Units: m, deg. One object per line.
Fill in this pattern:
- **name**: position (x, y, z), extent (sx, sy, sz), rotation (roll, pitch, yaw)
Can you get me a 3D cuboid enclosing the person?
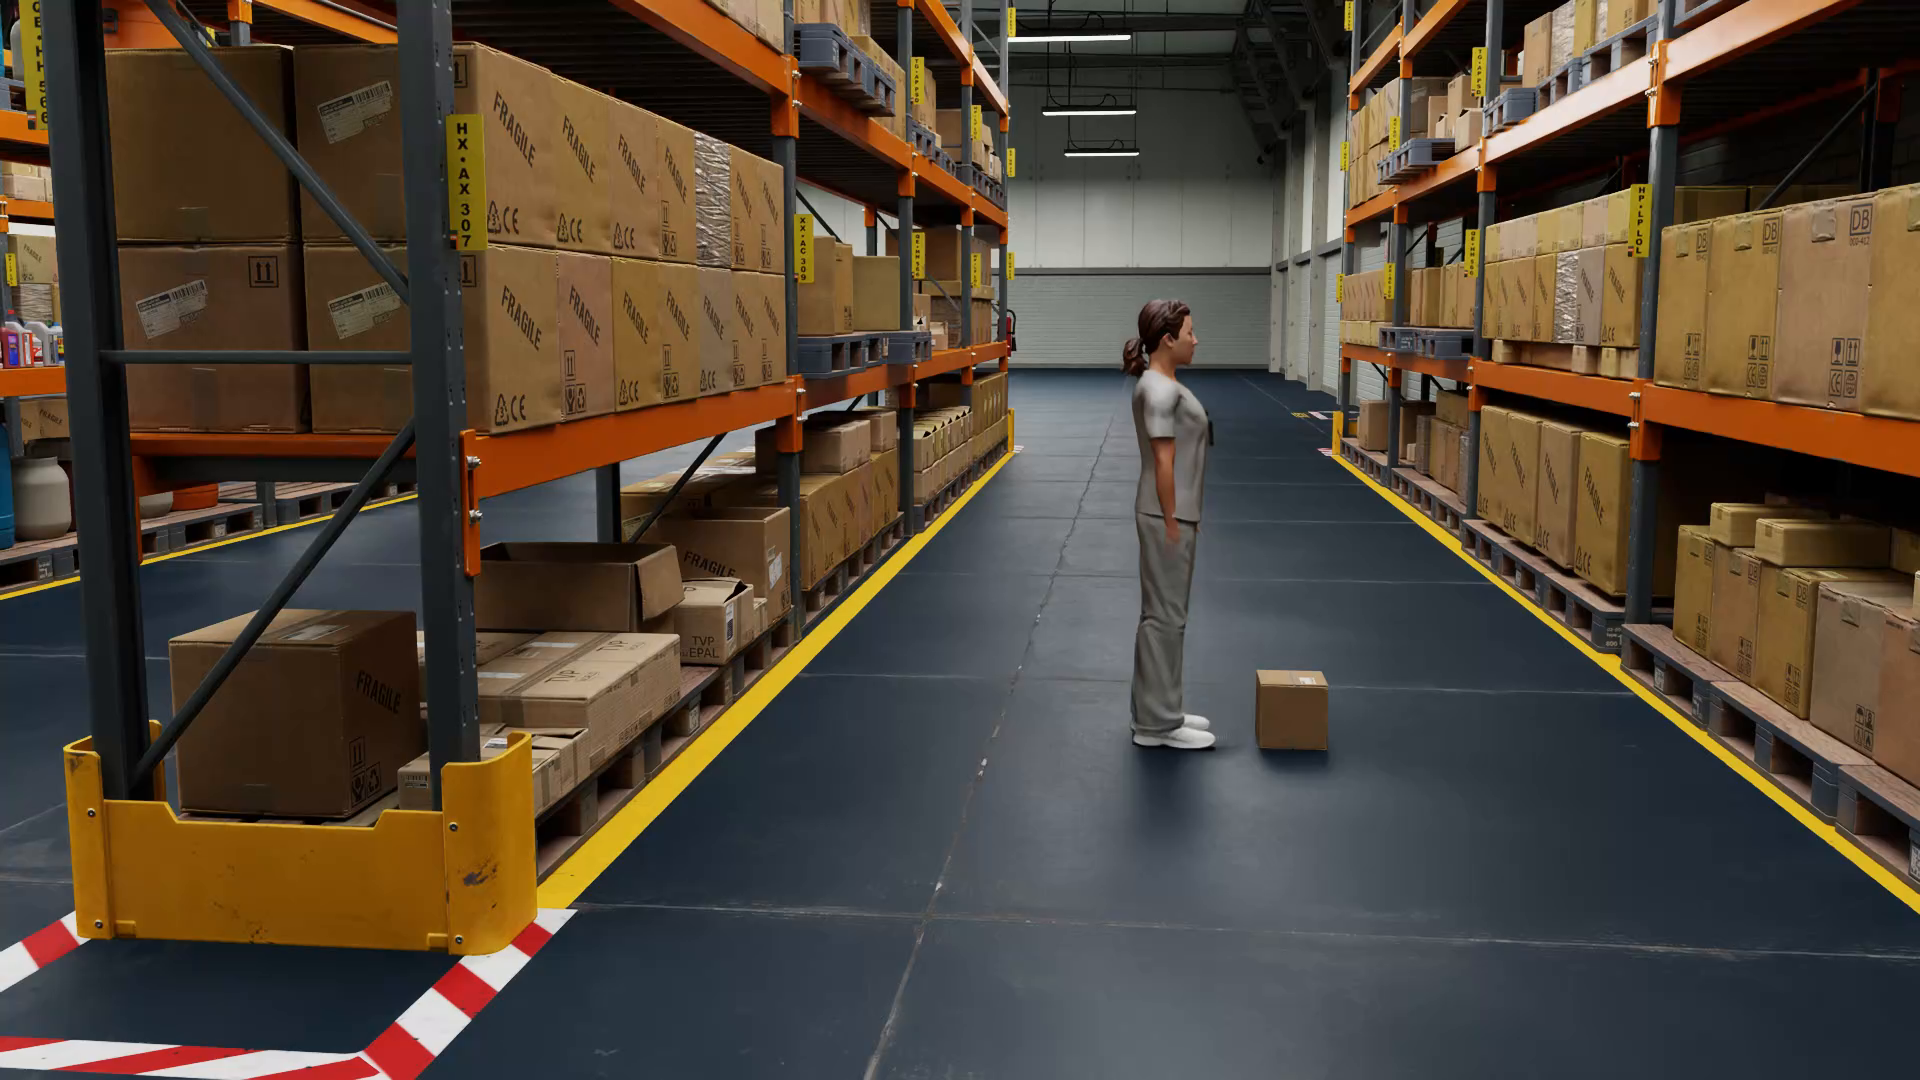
- **person**: position (0.788, -0.067, 6.300), extent (0.384, 1.676, 0.440), rotation (1, 8, 7)
